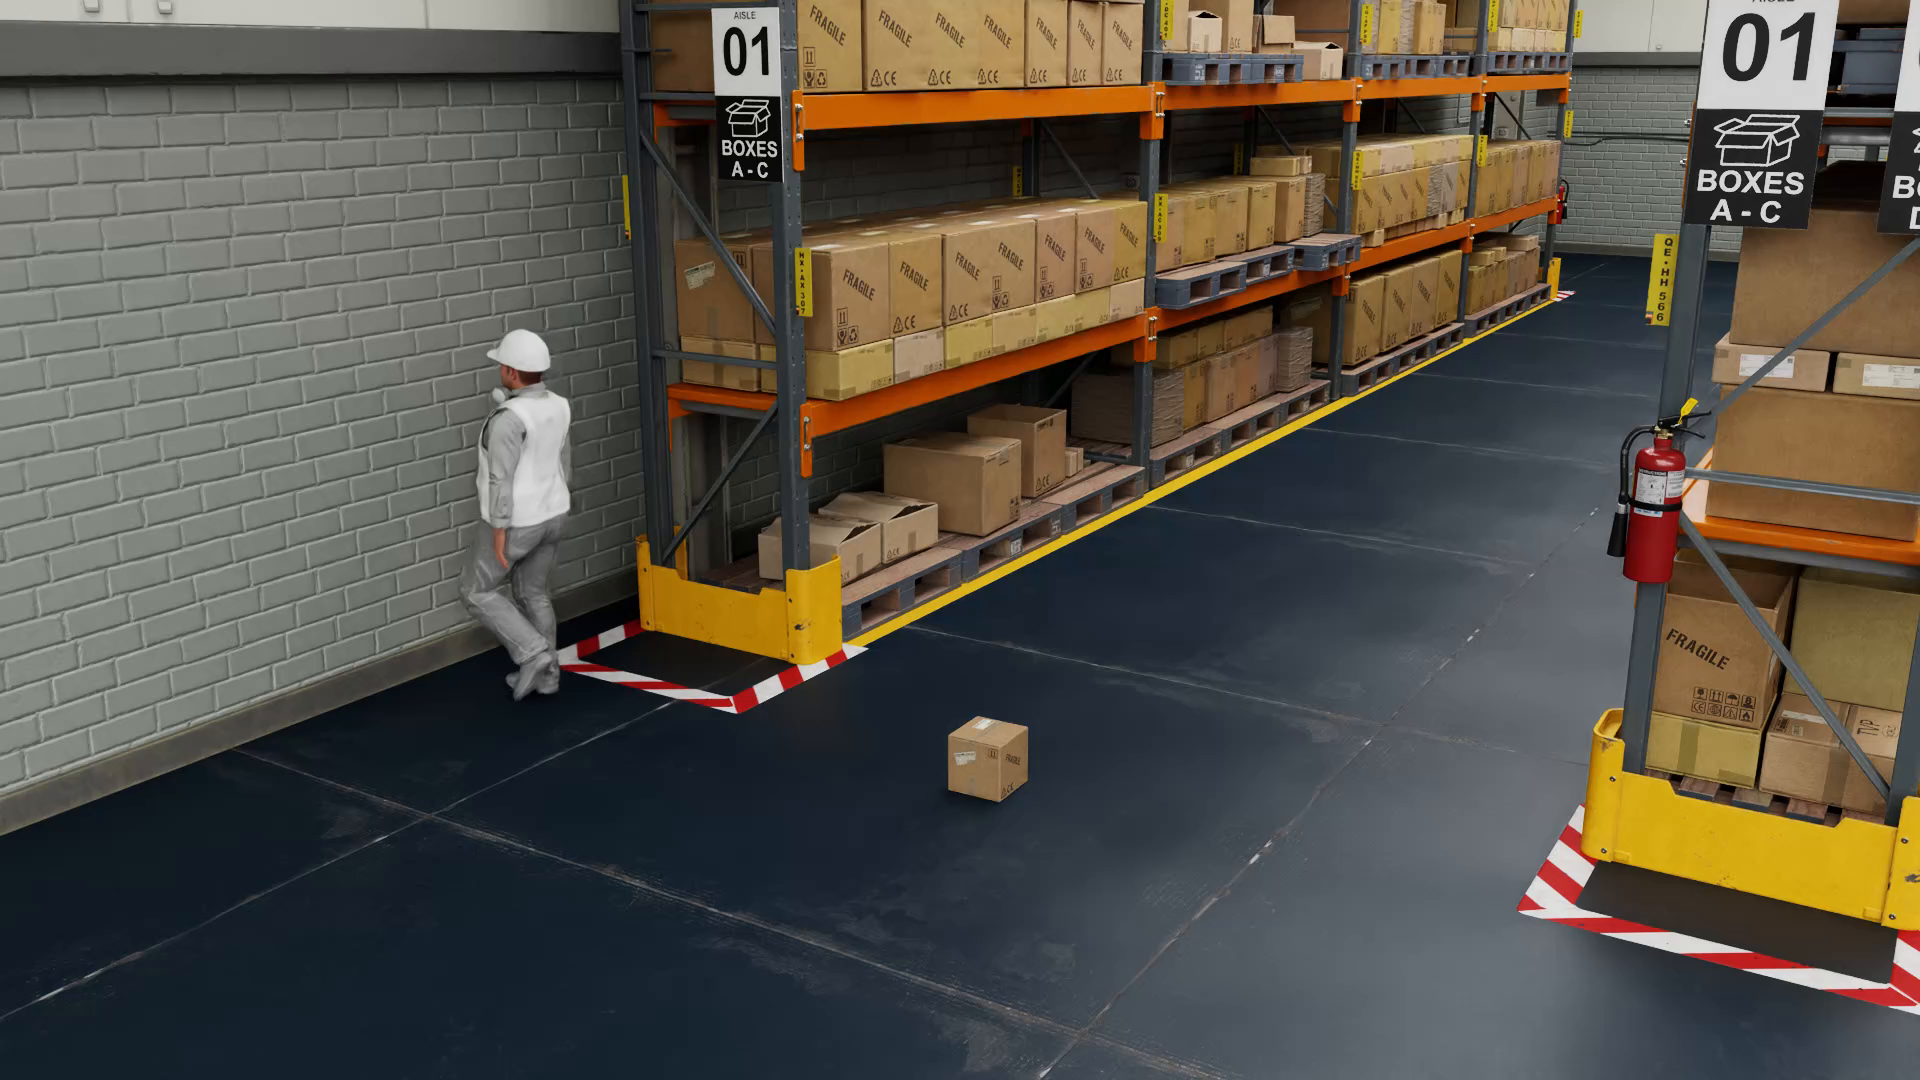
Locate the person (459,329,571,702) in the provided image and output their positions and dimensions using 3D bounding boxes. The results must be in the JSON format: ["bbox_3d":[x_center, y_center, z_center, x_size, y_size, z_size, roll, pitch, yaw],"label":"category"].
[{"bbox_3d":[-2.073,-0.118,7.813,0.467,1.760,0.564,8,18,25],"label":"person"}]
